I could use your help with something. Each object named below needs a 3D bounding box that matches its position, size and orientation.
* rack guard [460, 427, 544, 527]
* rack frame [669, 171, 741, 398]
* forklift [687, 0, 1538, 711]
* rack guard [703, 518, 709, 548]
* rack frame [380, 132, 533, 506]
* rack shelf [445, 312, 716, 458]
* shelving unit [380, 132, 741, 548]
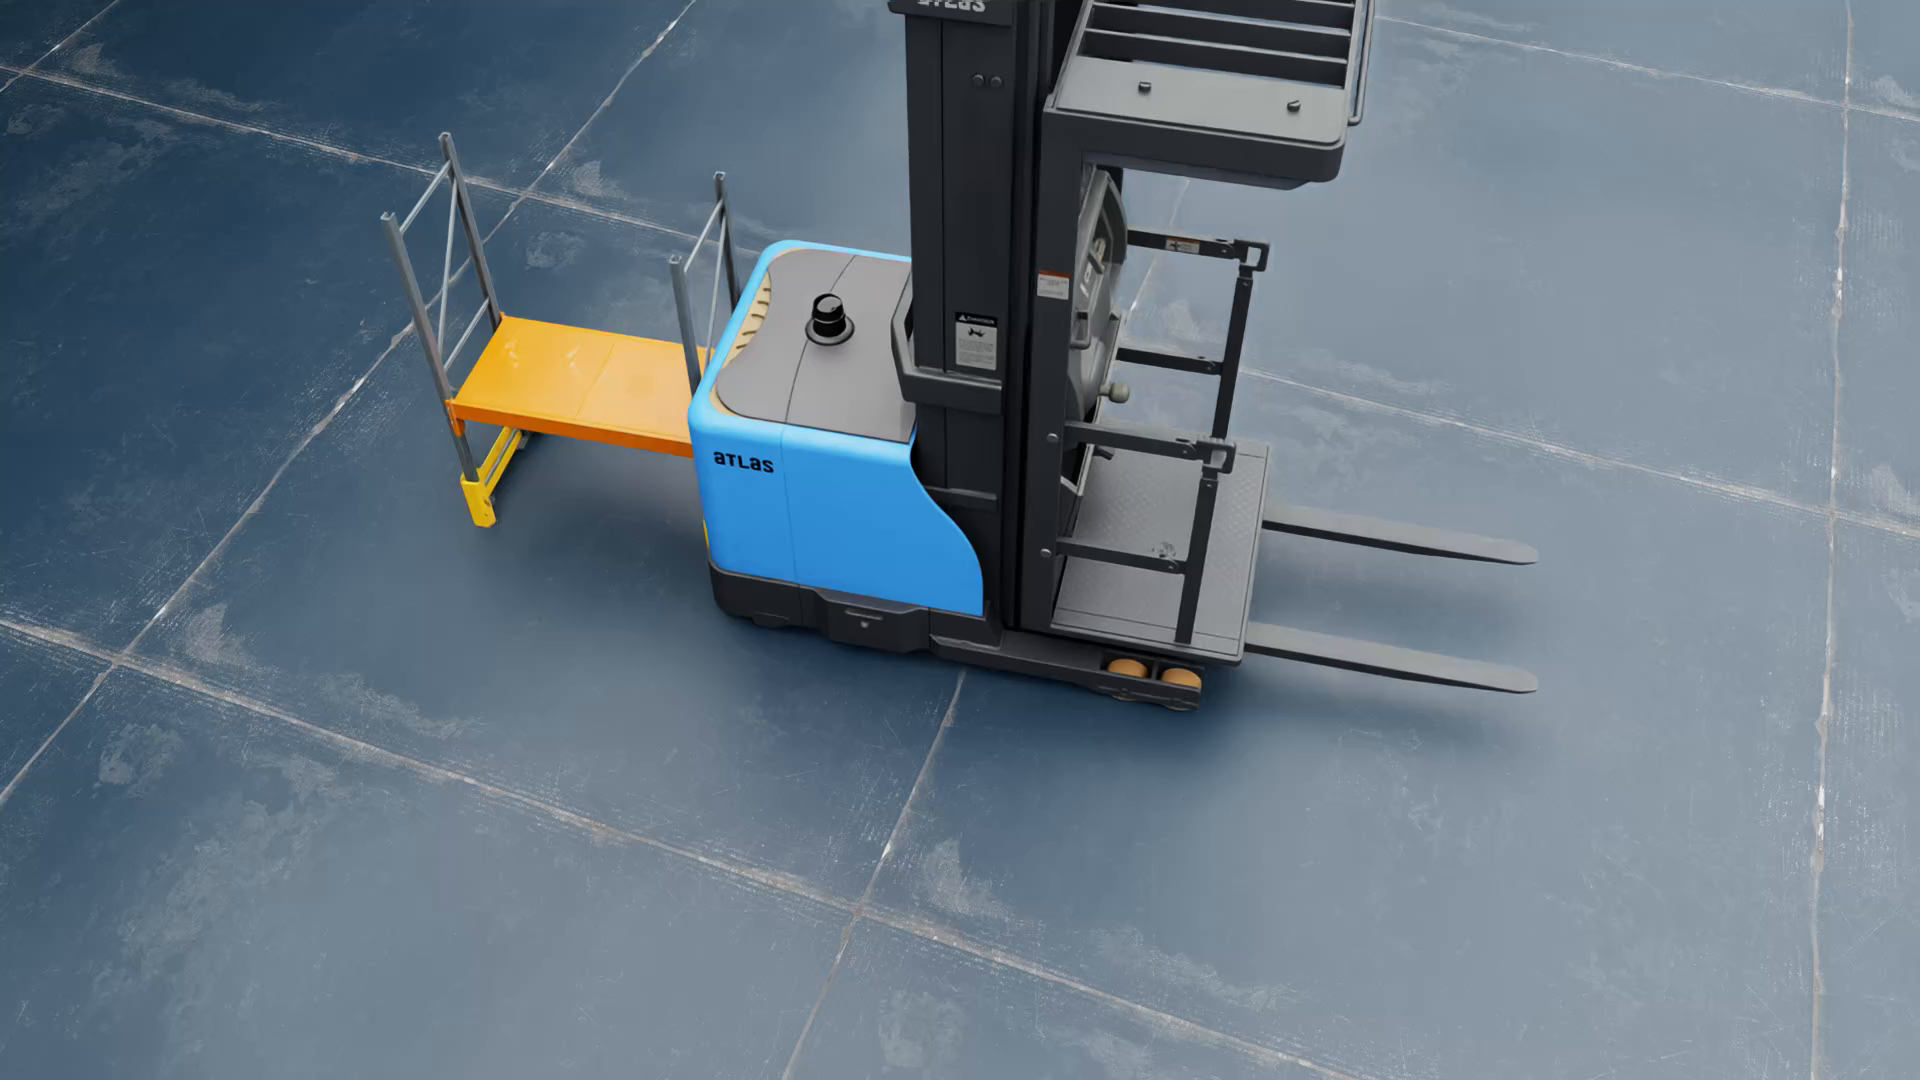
[{"bbox_3d":[-1.851,-0.353,6.757,0.087,0.250,0.587,10,50,8],"label":"rack guard"},{"bbox_3d":[-0.879,-0.594,6.139,0.032,1.500,0.500,10,50,8],"label":"rack frame"},{"bbox_3d":[0.634,-0.782,5.355,3.031,2.935,1.130,10,50,8],"label":"forklift"},{"bbox_3d":[-0.880,-0.185,6.612,0.087,0.250,0.587,10,50,8],"label":"rack guard"},{"bbox_3d":[-1.870,-0.765,6.287,0.032,1.500,0.500,10,50,8],"label":"rack frame"},{"bbox_3d":[-1.374,-0.562,6.349,1.000,0.185,0.538,10,50,8],"label":"rack shelf"},{"bbox_3d":[-1.365,-0.678,6.212,1.083,1.500,0.587,10,50,8],"label":"shelving unit"}]
